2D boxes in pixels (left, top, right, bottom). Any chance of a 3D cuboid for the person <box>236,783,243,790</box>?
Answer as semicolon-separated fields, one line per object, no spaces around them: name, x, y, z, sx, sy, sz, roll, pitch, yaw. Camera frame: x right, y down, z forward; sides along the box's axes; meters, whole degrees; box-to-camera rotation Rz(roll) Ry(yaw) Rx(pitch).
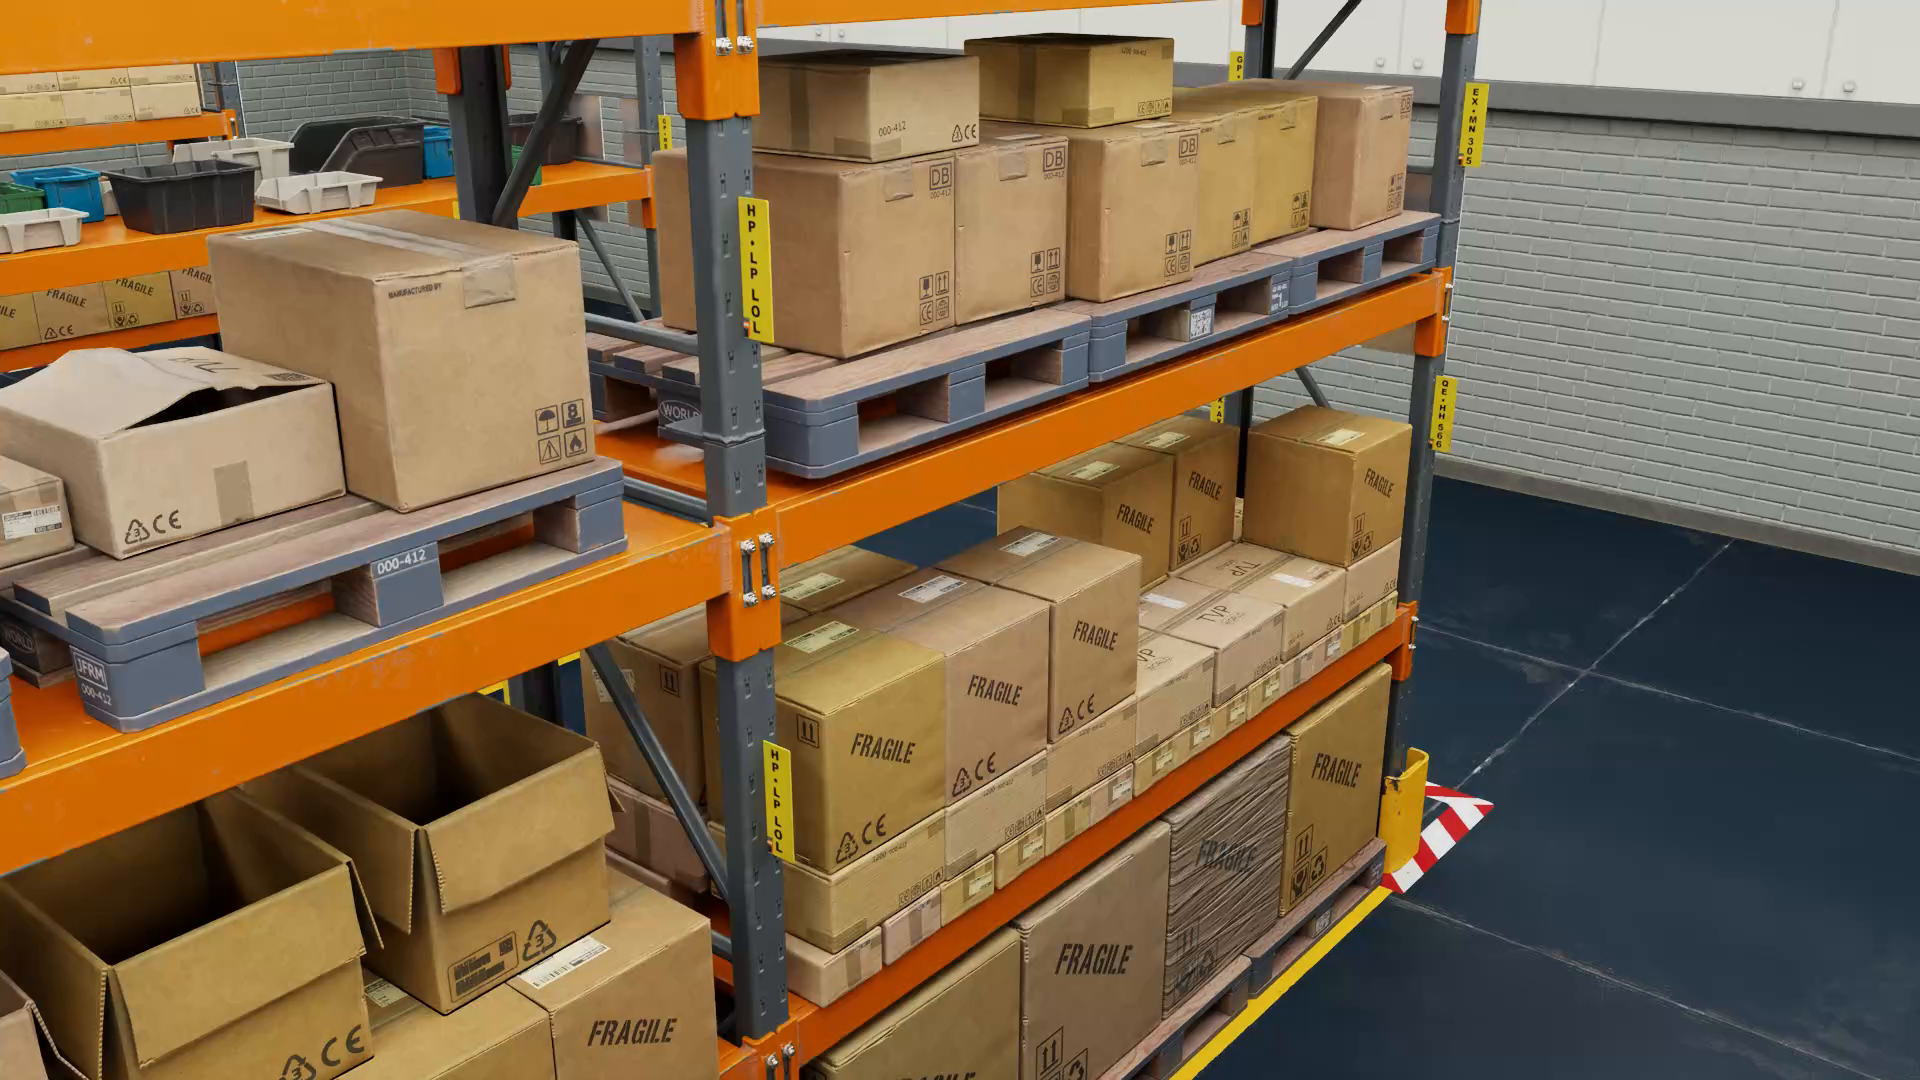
person;-3.028;1.065;6.681;0.447;1.641;0.830;13;24;32
